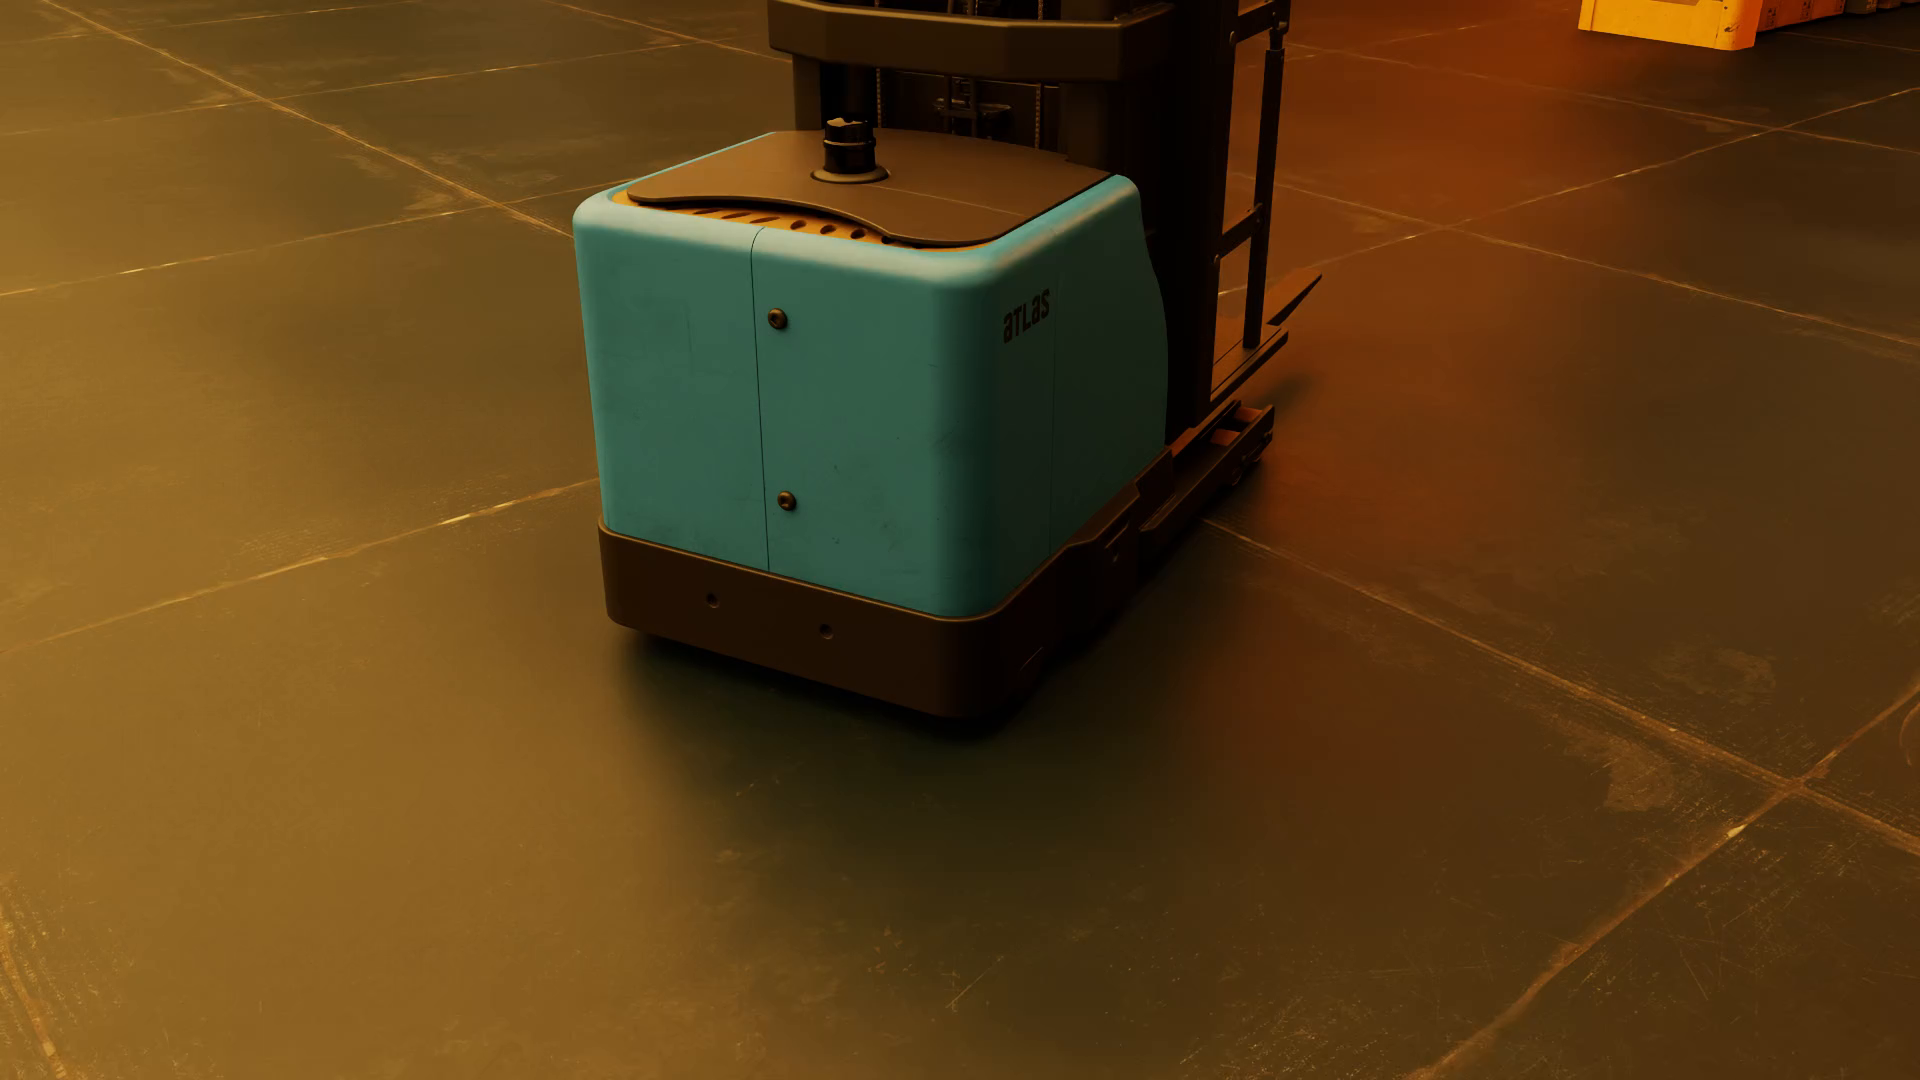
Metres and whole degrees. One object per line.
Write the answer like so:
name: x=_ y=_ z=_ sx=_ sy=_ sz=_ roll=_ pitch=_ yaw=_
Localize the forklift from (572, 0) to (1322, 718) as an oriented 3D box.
forklift: x=0.285 y=-1.552 z=4.331 sx=1.130 sy=2.935 sz=3.031 roll=13 pitch=29 yaw=25
